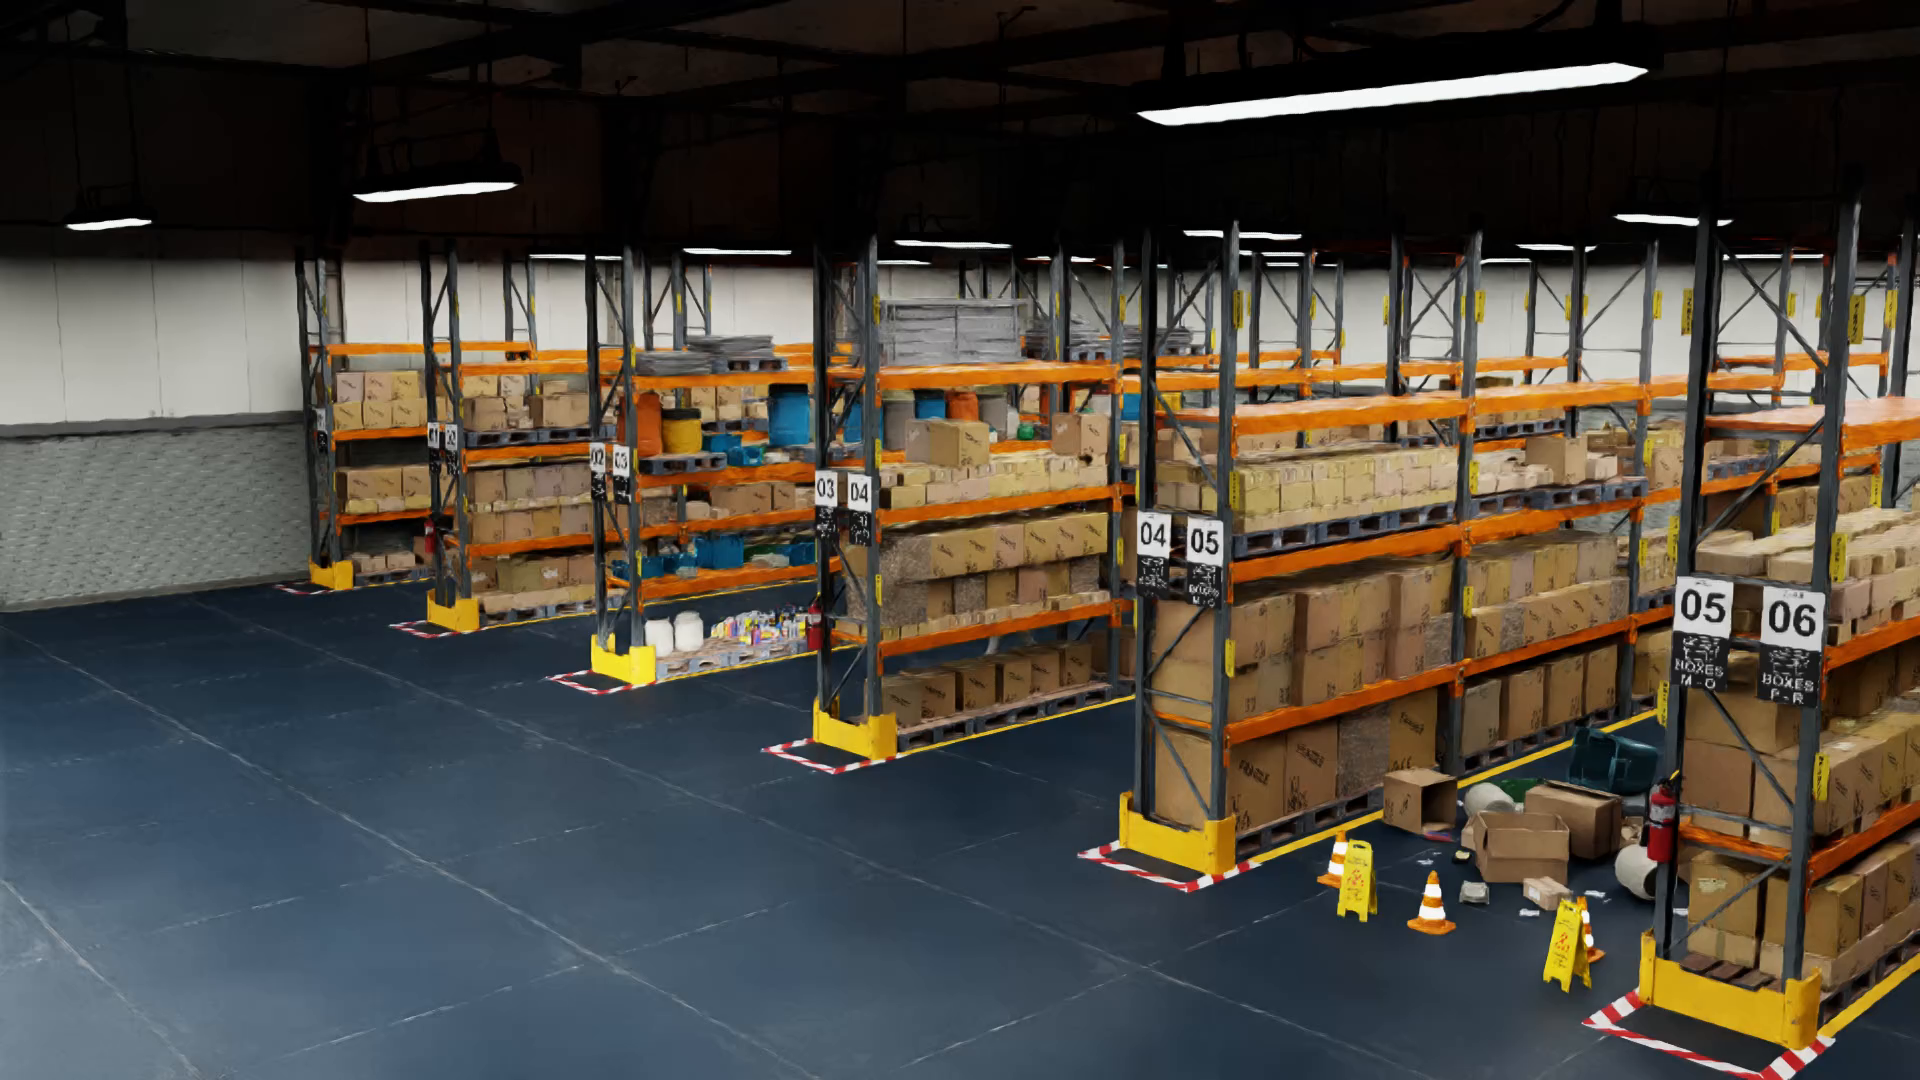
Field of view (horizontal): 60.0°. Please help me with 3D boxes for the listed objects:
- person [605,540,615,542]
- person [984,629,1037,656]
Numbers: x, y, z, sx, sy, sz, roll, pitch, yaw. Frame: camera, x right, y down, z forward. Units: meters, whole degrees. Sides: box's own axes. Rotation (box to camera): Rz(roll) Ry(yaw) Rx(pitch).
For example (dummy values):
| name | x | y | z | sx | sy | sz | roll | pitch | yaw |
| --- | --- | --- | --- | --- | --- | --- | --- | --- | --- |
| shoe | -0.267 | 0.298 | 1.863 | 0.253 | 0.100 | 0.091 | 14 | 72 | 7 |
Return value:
| name | x | y | z | sx | sy | sz | roll | pitch | yaw |
| --- | --- | --- | --- | --- | --- | --- | --- | --- | --- |
| person | -6.351 | -0.037 | 29.800 | 0.578 | 1.714 | 0.719 | -8 | 12 | -44 |
| person | 0.668 | 0.965 | 22.851 | 1.028 | 1.700 | 0.535 | -5 | 10 | -31 |
